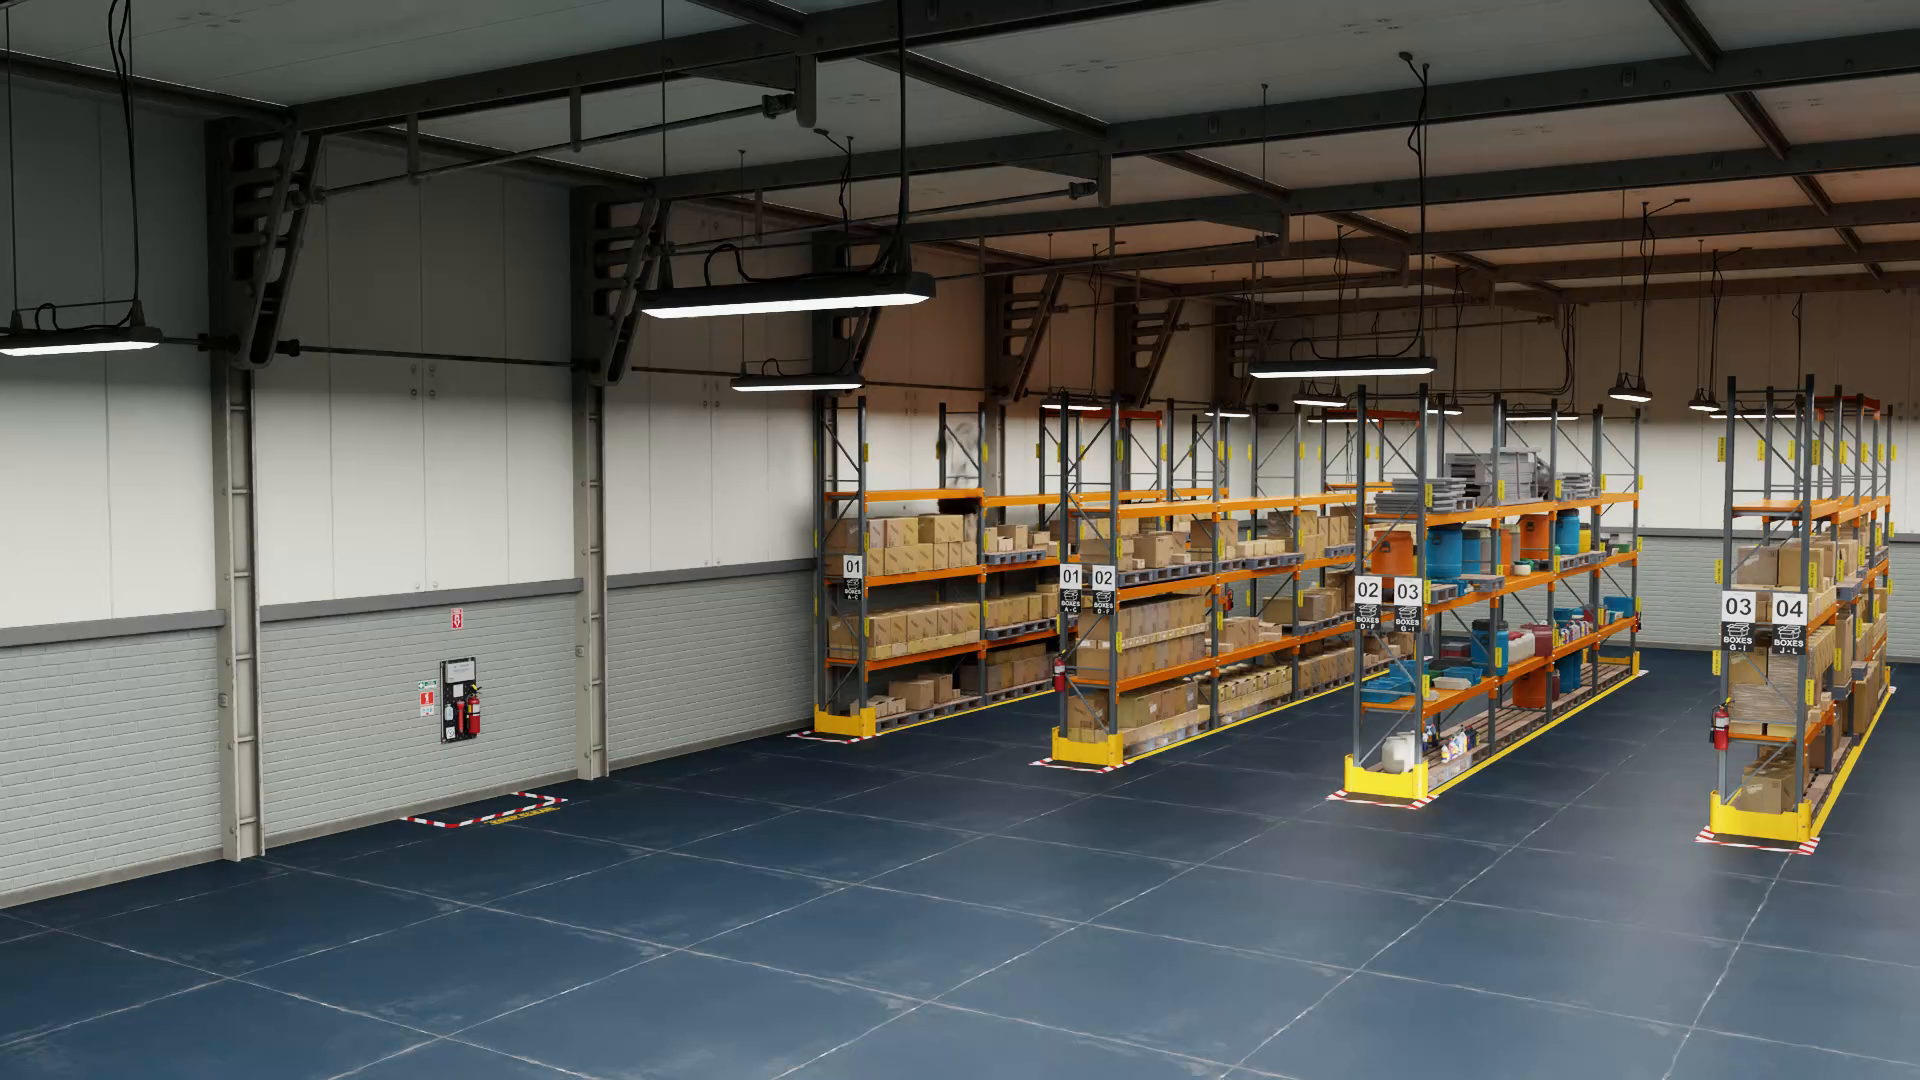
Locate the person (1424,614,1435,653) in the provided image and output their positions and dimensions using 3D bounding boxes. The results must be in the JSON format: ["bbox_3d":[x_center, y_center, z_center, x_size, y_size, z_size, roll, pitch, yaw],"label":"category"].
[{"bbox_3d":[11.433,1.964,41.041,0.890,1.764,0.735,2,4,36],"label":"person"}]
